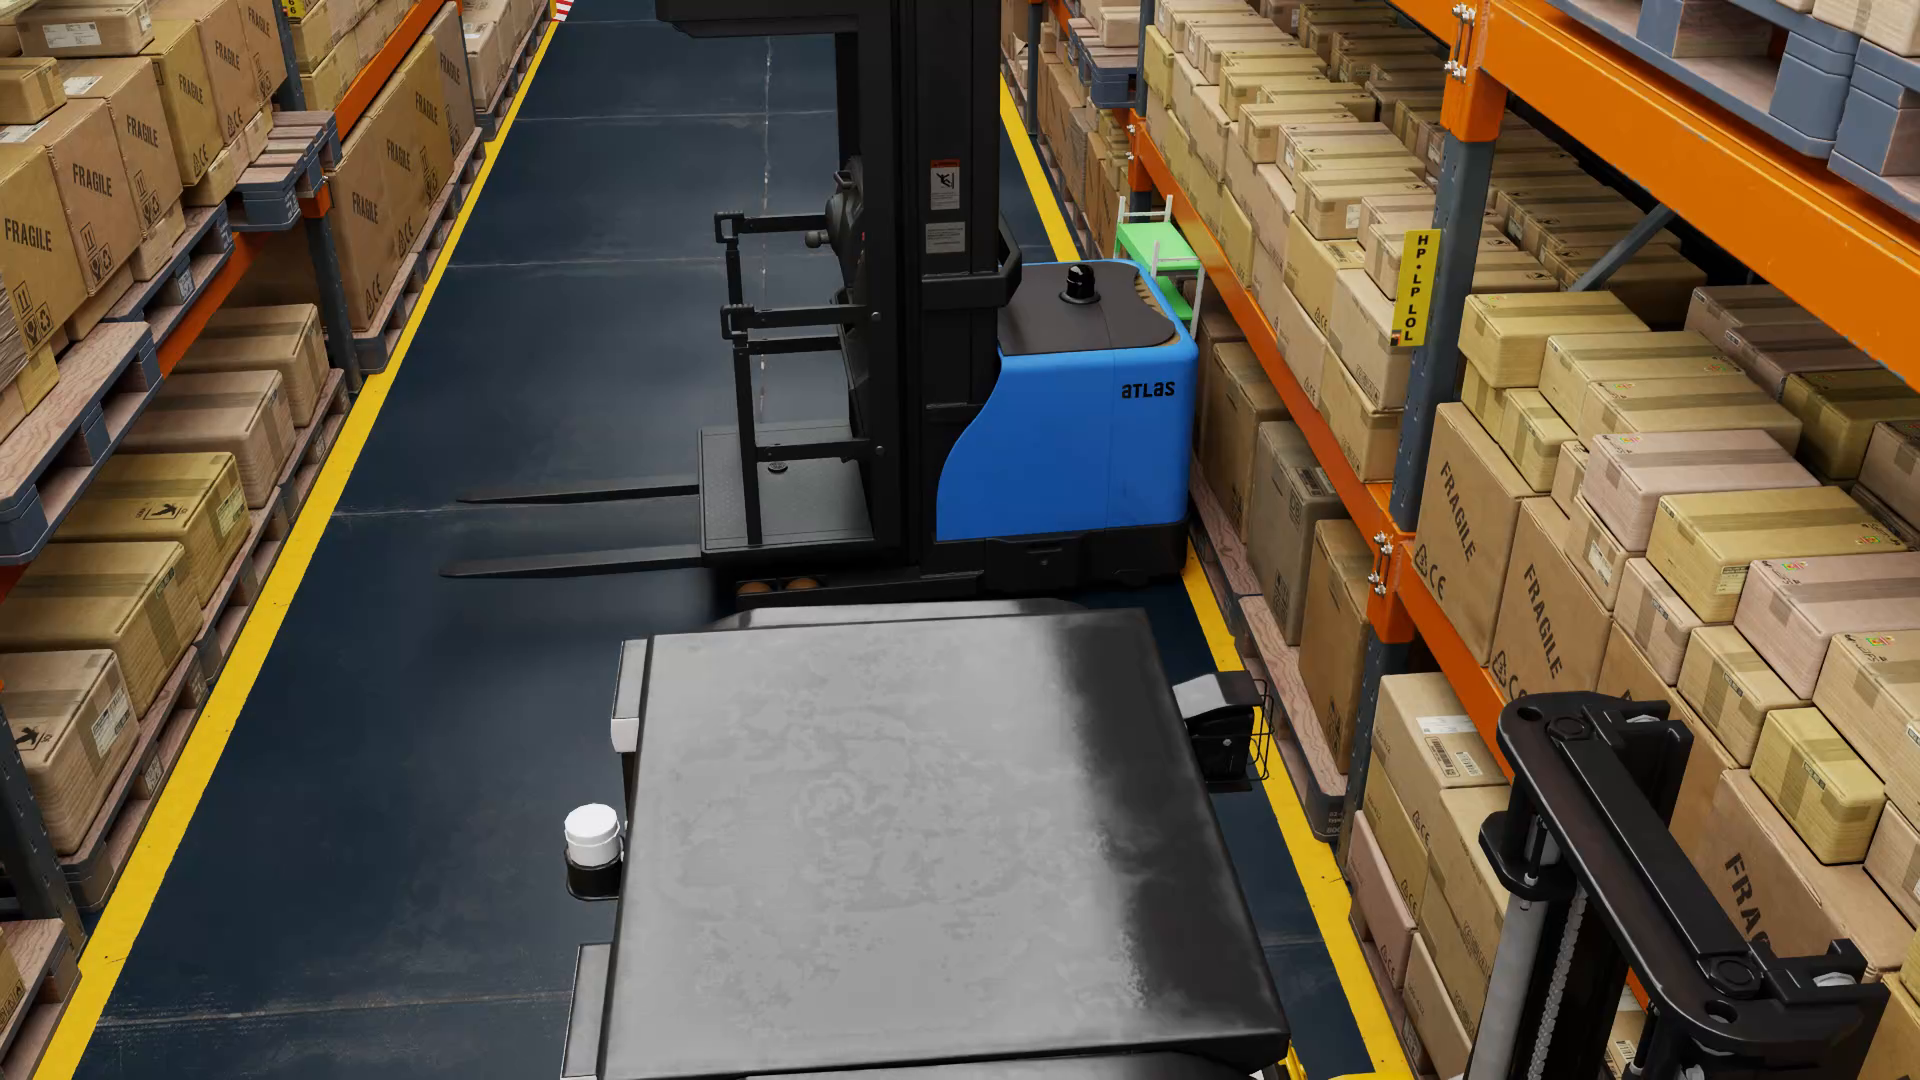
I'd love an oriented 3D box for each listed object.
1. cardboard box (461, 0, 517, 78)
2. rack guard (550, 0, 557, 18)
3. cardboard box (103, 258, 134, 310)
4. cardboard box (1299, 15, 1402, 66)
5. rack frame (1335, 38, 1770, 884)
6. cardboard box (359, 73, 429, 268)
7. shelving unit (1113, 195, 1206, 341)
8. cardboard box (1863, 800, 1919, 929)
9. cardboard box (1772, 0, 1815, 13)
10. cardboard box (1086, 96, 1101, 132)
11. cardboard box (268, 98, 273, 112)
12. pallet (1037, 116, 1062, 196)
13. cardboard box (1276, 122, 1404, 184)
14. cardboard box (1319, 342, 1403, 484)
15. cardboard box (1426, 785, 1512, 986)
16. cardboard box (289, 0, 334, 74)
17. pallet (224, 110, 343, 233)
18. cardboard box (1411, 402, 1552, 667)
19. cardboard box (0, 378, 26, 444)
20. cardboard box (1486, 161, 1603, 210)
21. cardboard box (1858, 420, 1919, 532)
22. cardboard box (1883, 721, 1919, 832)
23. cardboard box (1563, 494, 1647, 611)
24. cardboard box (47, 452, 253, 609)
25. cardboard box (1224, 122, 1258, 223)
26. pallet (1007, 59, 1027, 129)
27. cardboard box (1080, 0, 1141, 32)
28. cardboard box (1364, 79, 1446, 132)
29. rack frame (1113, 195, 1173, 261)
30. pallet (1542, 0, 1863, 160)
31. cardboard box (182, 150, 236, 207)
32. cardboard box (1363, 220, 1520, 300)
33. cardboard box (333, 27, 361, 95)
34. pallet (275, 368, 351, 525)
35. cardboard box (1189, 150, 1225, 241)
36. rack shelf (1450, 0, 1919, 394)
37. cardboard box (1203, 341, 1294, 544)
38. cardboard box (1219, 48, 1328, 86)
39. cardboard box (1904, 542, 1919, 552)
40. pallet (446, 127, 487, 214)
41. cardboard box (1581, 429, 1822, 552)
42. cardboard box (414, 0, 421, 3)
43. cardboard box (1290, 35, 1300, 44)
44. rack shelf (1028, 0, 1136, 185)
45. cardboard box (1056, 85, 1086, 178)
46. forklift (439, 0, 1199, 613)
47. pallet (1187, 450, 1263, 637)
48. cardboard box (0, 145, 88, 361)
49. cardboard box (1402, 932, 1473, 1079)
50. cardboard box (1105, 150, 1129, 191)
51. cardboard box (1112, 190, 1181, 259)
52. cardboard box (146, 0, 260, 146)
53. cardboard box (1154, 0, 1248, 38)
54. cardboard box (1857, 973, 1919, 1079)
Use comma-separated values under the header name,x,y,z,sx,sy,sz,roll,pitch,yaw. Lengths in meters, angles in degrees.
name,x,y,z,sx,sy,sz,roll,pitch,yaw
cardboard box,-3.984,-3.937,13.006,0.875,0.438,0.875,-4,31,-6
rack guard,-4.324,-5.056,15.226,1.175,0.500,0.348,-3,31,-5
cardboard box,-3.059,-0.888,5.647,0.380,0.149,0.250,-3,31,-4
cardboard box,1.698,-2.173,7.233,0.380,0.149,0.250,-3,31,-5
rack frame,1.741,-0.230,4.709,1.000,3.000,0.127,-3,31,-5
cardboard box,-3.635,-2.112,9.524,0.875,0.875,0.875,-2,31,-4
shelving unit,0.848,-0.892,7.515,0.258,1.200,0.503,-4,34,-12
cardboard box,1.725,0.542,2.687,0.380,0.149,0.250,-3,31,-5
cardboard box,1.552,-0.997,2.806,0.380,0.149,0.250,-2,31,-3
cardboard box,0.973,-2.576,10.033,0.380,0.149,0.250,-4,31,-7
cardboard box,-3.310,-1.948,7.422,0.380,0.149,0.250,-2,31,-3
pallet,1.107,-2.703,11.570,1.003,0.211,1.213,-3,31,-5
cardboard box,1.339,-1.366,5.881,0.380,0.149,0.250,-2,31,-4
cardboard box,1.433,-0.410,5.157,0.500,0.250,0.500,-2,31,-3
cardboard box,1.511,0.865,4.174,0.500,0.250,0.500,-3,31,-5
cardboard box,-3.376,-2.453,8.090,0.500,0.250,0.500,-3,31,-5
pallet,-3.402,-1.591,7.175,1.213,0.211,1.003,-3,31,-5
cardboard box,1.522,-0.033,4.283,0.500,0.500,0.500,-4,31,-6
cardboard box,-2.938,-0.360,4.762,0.380,0.149,0.250,-2,31,-4
cardboard box,1.882,-1.137,5.499,0.380,0.149,0.250,-3,31,-5
cardboard box,2.177,-0.141,3.540,0.380,0.149,0.250,-3,31,-6
cardboard box,1.722,0.408,2.622,0.380,0.149,0.250,-2,31,-4
cardboard box,1.536,0.018,3.565,0.380,0.149,0.250,-2,31,-3
cardboard box,-3.389,-0.031,6.531,0.950,0.372,0.625,-2,31,-3
cardboard box,1.315,-1.400,6.328,0.500,0.250,0.500,-2,31,-4
pallet,0.930,-3.467,12.849,1.003,0.211,1.213,-3,31,-5
cardboard box,0.946,-2.911,8.935,0.500,0.250,0.500,-4,31,-7
cardboard box,1.762,-1.654,6.364,0.380,0.149,0.250,-2,31,-3
rack frame,0.795,-1.026,7.712,0.240,1.200,0.015,-4,34,-12
pallet,1.846,-1.045,3.236,1.003,0.211,1.213,-3,31,-5
cardboard box,-3.089,-1.420,6.537,0.380,0.149,0.250,-2,31,-4
cardboard box,1.446,-0.846,5.011,0.380,0.149,0.250,-3,31,-5
cardboard box,-3.435,-2.491,8.641,0.500,0.250,0.500,-4,31,-6
pallet,-3.503,-0.436,7.774,1.003,0.211,1.213,-3,31,-5
cardboard box,1.262,-1.449,6.898,0.500,0.250,0.500,-4,31,-6
rack shelf,1.928,-0.187,2.415,1.077,0.370,4.000,-3,31,-5
cardboard box,1.544,-0.437,6.962,0.875,0.625,0.625,-4,31,-7
cardboard box,1.270,-1.890,6.760,0.380,0.149,0.250,-2,31,-4
cardboard box,2.094,0.124,3.387,0.380,0.149,0.250,-2,31,-3
pallet,-3.801,-2.487,11.207,1.003,0.211,1.213,-3,31,-5
cardboard box,1.544,-0.106,3.483,0.380,0.149,0.250,-2,31,-3
cardboard box,-3.609,-3.533,10.386,0.500,0.250,0.500,-3,31,-5
cardboard box,1.686,-2.206,7.677,0.500,0.250,0.500,-2,31,-3
rack shelf,1.180,-2.984,10.022,1.077,0.370,4.000,-3,31,-5
cardboard box,0.916,-2.637,10.768,0.500,0.500,0.500,-4,31,-6
forklift,-0.616,-1.211,6.419,3.031,2.935,1.130,-4,31,-7
pallet,1.516,-0.031,7.096,1.003,0.211,1.213,-3,31,-5
cardboard box,-3.006,-0.850,4.950,0.500,0.500,0.500,-3,31,-4
cardboard box,1.519,1.292,4.434,0.500,0.250,0.500,-3,31,-6
cardboard box,1.012,-2.035,9.128,0.380,0.149,0.250,-4,31,-7
cardboard box,1.114,-1.584,9.006,0.500,0.500,0.500,-2,31,-3
cardboard box,-3.196,-1.901,6.710,0.500,0.500,0.500,-3,31,-5
cardboard box,1.104,-2.416,7.640,0.380,0.149,0.250,-2,31,-3
cardboard box,1.720,1.004,2.546,0.500,0.500,0.500,-3,31,-6
